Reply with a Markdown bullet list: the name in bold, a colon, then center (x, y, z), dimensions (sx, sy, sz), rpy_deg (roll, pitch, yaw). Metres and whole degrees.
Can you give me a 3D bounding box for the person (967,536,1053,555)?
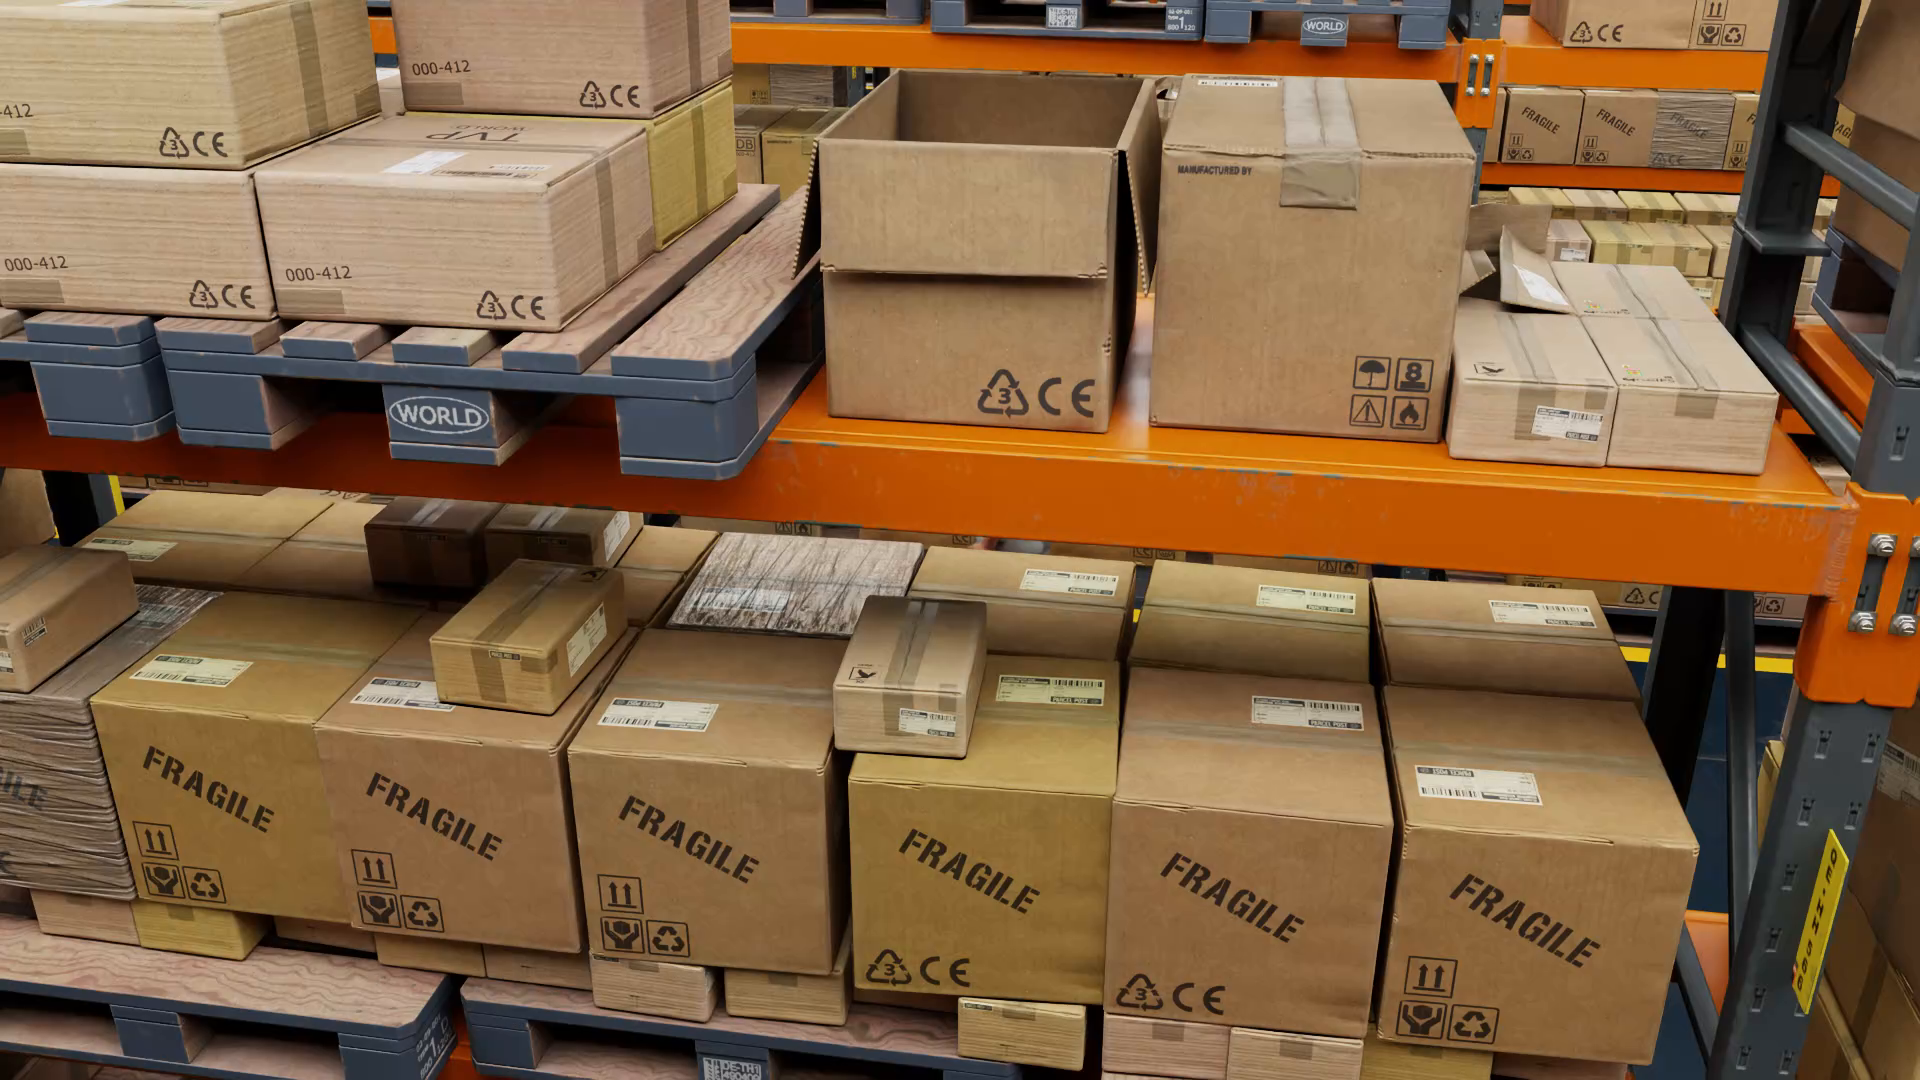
- **person**: center (0.224, -0.041, 7.209), dimensions (0.391, 1.738, 0.531), rpy_deg (10, 27, 21)
